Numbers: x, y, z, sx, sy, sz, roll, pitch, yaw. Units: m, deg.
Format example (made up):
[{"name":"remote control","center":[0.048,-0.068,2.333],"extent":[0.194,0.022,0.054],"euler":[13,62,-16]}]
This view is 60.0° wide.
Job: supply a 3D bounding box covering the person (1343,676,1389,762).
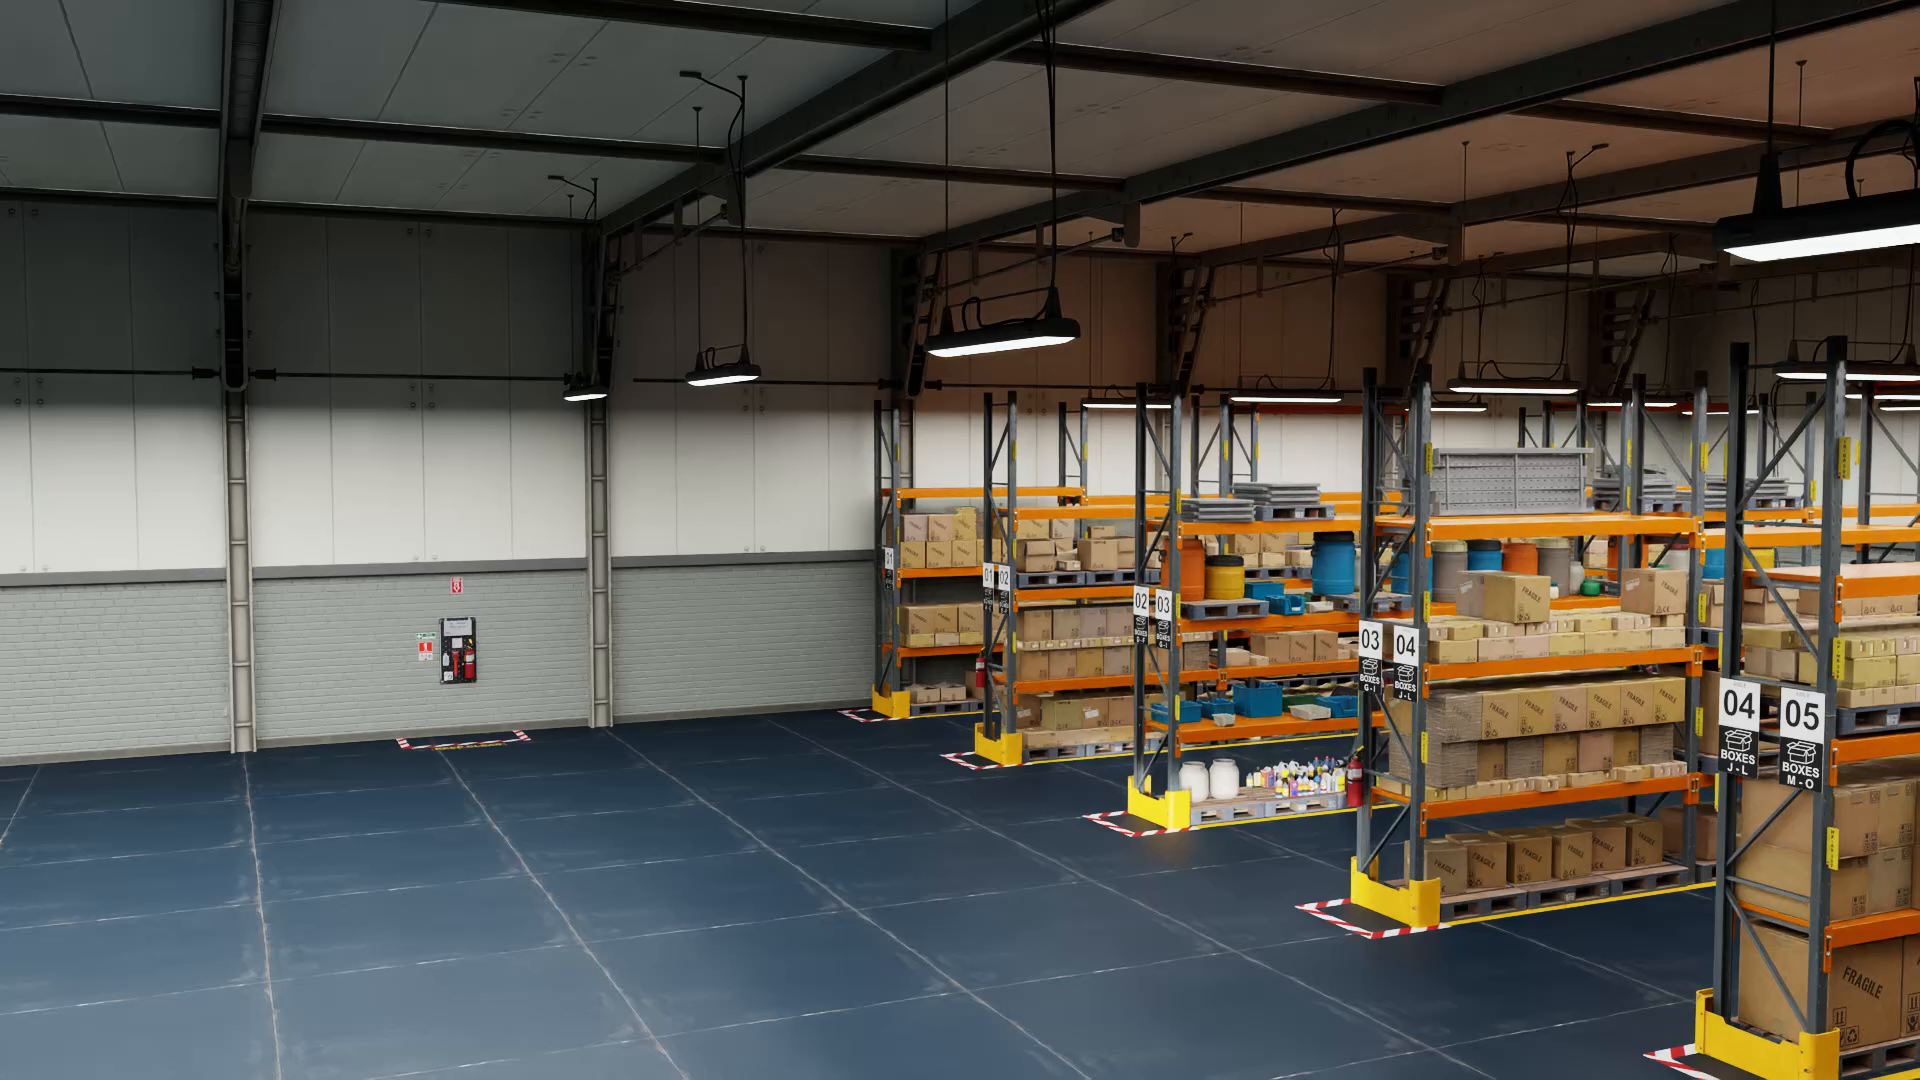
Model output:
[{"name":"person","center":[6.602,2.724,27.068],"extent":[1.084,1.720,0.623],"euler":[-2,4,-28]}]
